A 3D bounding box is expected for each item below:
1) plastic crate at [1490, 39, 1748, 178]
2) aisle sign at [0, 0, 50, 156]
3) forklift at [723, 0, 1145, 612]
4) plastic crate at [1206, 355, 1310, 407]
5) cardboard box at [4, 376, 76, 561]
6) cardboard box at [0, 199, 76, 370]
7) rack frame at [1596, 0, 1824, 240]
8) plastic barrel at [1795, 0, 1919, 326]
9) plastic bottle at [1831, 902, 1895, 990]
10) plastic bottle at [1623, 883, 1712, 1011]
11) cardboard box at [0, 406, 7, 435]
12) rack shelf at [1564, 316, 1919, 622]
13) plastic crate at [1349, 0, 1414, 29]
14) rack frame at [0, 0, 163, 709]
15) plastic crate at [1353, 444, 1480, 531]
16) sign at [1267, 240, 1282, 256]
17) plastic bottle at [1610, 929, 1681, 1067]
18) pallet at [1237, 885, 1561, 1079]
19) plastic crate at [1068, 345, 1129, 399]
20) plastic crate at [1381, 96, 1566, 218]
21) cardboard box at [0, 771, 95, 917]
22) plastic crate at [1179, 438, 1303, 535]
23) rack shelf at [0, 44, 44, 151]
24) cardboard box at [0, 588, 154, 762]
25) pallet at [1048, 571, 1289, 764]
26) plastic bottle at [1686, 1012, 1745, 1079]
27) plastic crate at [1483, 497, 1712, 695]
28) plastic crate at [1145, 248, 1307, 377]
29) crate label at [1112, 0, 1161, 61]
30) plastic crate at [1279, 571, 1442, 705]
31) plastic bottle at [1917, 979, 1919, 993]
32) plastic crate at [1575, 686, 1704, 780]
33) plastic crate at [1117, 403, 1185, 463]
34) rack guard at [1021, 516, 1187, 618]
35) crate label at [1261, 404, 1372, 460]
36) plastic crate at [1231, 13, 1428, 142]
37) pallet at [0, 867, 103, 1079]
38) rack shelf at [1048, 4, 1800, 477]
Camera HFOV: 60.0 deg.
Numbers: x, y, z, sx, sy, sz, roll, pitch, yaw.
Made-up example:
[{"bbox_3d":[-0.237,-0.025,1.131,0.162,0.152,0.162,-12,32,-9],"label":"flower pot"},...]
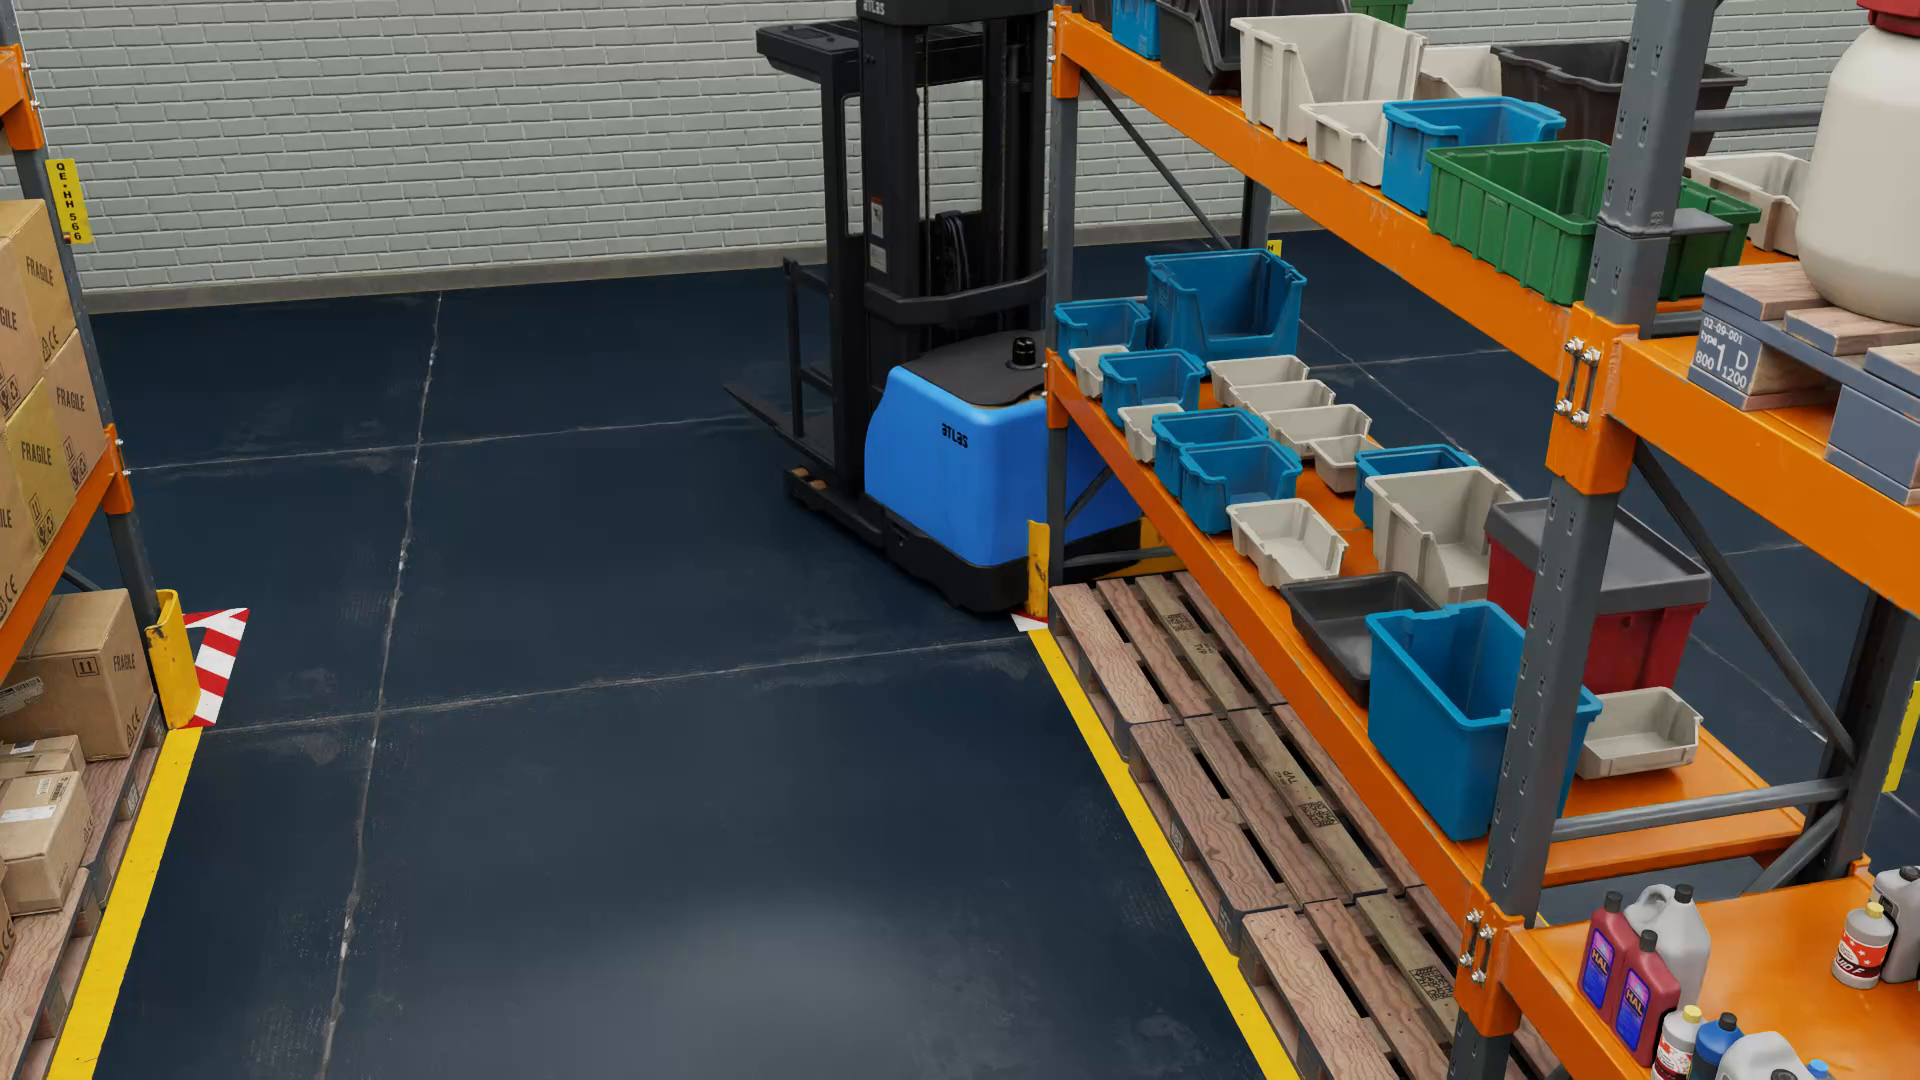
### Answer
[{"bbox_3d":[1.776,-1.182,4.579,0.497,0.269,0.590,-6,27,-12],"label":"plastic crate"},{"bbox_3d":[-3.656,-1.804,6.111,0.394,0.787,0.004,-6,27,-12],"label":"aisle sign"},{"bbox_3d":[-0.321,-1.578,8.623,1.130,2.935,3.031,-17,31,-30],"label":"forklift"},{"bbox_3d":[1.248,-0.653,6.942,0.396,0.136,0.243,-6,27,-12],"label":"plastic crate"},{"bbox_3d":[-3.452,-0.231,5.767,0.500,0.500,0.500,-6,27,-11],"label":"cardboard box"},{"bbox_3d":[-3.571,-0.906,5.996,0.500,0.500,0.500,-6,27,-12],"label":"cardboard box"},{"bbox_3d":[1.789,-2.006,2.738,1.000,3.000,0.127,-6,27,-12],"label":"rack frame"},{"bbox_3d":[1.664,-0.659,2.780,0.433,0.535,0.433,0,27,0],"label":"plastic barrel"},{"bbox_3d":[2.076,0.922,3.815,0.097,0.201,0.097,0,27,0],"label":"plastic bottle"},{"bbox_3d":[1.562,0.899,3.694,0.144,0.351,0.185,-6,27,-12],"label":"plastic bottle"},{"bbox_3d":[-3.335,-0.457,5.106,0.500,0.500,0.500,-5,27,-10],"label":"cardboard box"},{"bbox_3d":[2.240,0.532,1.836,1.077,0.370,4.000,-6,27,-12],"label":"rack shelf"},{"bbox_3d":[1.388,-1.924,6.140,0.450,0.188,0.336,-6,27,-12],"label":"plastic crate"},{"bbox_3d":[-3.939,-0.583,6.575,1.000,3.000,0.127,-6,27,-12],"label":"rack frame"},{"bbox_3d":[1.600,-0.160,5.858,0.416,0.233,0.300,-6,27,-12],"label":"plastic crate"},{"bbox_3d":[1.420,-1.220,7.657,0.100,0.325,0.005,-6,27,-12],"label":"sign"},{"bbox_3d":[1.486,0.987,3.595,0.061,0.283,0.133,-6,27,-12],"label":"plastic bottle"},{"bbox_3d":[1.586,1.598,5.350,1.003,0.211,1.213,-6,27,-12],"label":"pallet"},{"bbox_3d":[0.614,-0.702,7.038,0.250,0.136,0.298,-6,27,-12],"label":"plastic crate"},{"bbox_3d":[1.273,-0.960,4.179,0.416,0.233,0.300,-6,27,-12],"label":"plastic crate"},{"bbox_3d":[-3.392,1.082,5.840,0.500,0.250,0.500,-6,27,-12],"label":"cardboard box"},{"bbox_3d":[0.987,-0.184,5.906,0.416,0.233,0.300,-6,27,-12],"label":"plastic crate"},{"bbox_3d":[-3.488,-0.723,4.322,1.077,0.370,4.000,-6,27,-12],"label":"rack shelf"},{"bbox_3d":[-3.576,0.551,6.616,0.500,0.500,0.500,-6,27,-12],"label":"cardboard box"},{"bbox_3d":[1.036,0.527,7.472,1.003,0.211,1.213,-6,27,-12],"label":"pallet"},{"bbox_3d":[1.552,1.084,3.416,0.097,0.271,0.097,0,27,0],"label":"plastic bottle"},{"bbox_3d":[1.832,0.199,4.889,0.402,0.464,0.583,-6,27,-12],"label":"plastic crate"},{"bbox_3d":[1.145,-0.998,7.293,0.616,0.435,0.499,-6,27,-12],"label":"plastic crate"},{"bbox_3d":[0.781,-1.919,6.059,0.408,0.251,0.502,-6,27,-12],"label":"crate label"},{"bbox_3d":[1.275,0.304,5.057,0.437,0.125,0.590,-6,27,-12],"label":"plastic crate"},{"bbox_3d":[2.246,0.949,3.761,0.097,0.201,0.097,0,27,0],"label":"plastic bottle"},{"bbox_3d":[1.824,0.544,4.569,0.396,0.136,0.243,-6,27,-12],"label":"plastic crate"},{"bbox_3d":[0.767,-0.404,6.448,0.250,0.136,0.298,-6,27,-12],"label":"plastic crate"},{"bbox_3d":[0.870,0.023,8.150,1.175,0.500,0.348,-6,27,-12],"label":"rack guard"},{"bbox_3d":[1.386,-0.405,6.449,0.396,0.136,0.243,-6,27,-12],"label":"crate label"},{"bbox_3d":[1.087,-1.366,4.930,0.437,0.282,0.530,-6,27,-12],"label":"plastic crate"},{"bbox_3d":[-3.470,1.580,5.385,1.003,0.211,1.213,-6,27,-12],"label":"pallet"},{"bbox_3d":[1.339,-1.224,5.315,1.077,0.370,4.000,-6,27,-12],"label":"rack shelf"}]
